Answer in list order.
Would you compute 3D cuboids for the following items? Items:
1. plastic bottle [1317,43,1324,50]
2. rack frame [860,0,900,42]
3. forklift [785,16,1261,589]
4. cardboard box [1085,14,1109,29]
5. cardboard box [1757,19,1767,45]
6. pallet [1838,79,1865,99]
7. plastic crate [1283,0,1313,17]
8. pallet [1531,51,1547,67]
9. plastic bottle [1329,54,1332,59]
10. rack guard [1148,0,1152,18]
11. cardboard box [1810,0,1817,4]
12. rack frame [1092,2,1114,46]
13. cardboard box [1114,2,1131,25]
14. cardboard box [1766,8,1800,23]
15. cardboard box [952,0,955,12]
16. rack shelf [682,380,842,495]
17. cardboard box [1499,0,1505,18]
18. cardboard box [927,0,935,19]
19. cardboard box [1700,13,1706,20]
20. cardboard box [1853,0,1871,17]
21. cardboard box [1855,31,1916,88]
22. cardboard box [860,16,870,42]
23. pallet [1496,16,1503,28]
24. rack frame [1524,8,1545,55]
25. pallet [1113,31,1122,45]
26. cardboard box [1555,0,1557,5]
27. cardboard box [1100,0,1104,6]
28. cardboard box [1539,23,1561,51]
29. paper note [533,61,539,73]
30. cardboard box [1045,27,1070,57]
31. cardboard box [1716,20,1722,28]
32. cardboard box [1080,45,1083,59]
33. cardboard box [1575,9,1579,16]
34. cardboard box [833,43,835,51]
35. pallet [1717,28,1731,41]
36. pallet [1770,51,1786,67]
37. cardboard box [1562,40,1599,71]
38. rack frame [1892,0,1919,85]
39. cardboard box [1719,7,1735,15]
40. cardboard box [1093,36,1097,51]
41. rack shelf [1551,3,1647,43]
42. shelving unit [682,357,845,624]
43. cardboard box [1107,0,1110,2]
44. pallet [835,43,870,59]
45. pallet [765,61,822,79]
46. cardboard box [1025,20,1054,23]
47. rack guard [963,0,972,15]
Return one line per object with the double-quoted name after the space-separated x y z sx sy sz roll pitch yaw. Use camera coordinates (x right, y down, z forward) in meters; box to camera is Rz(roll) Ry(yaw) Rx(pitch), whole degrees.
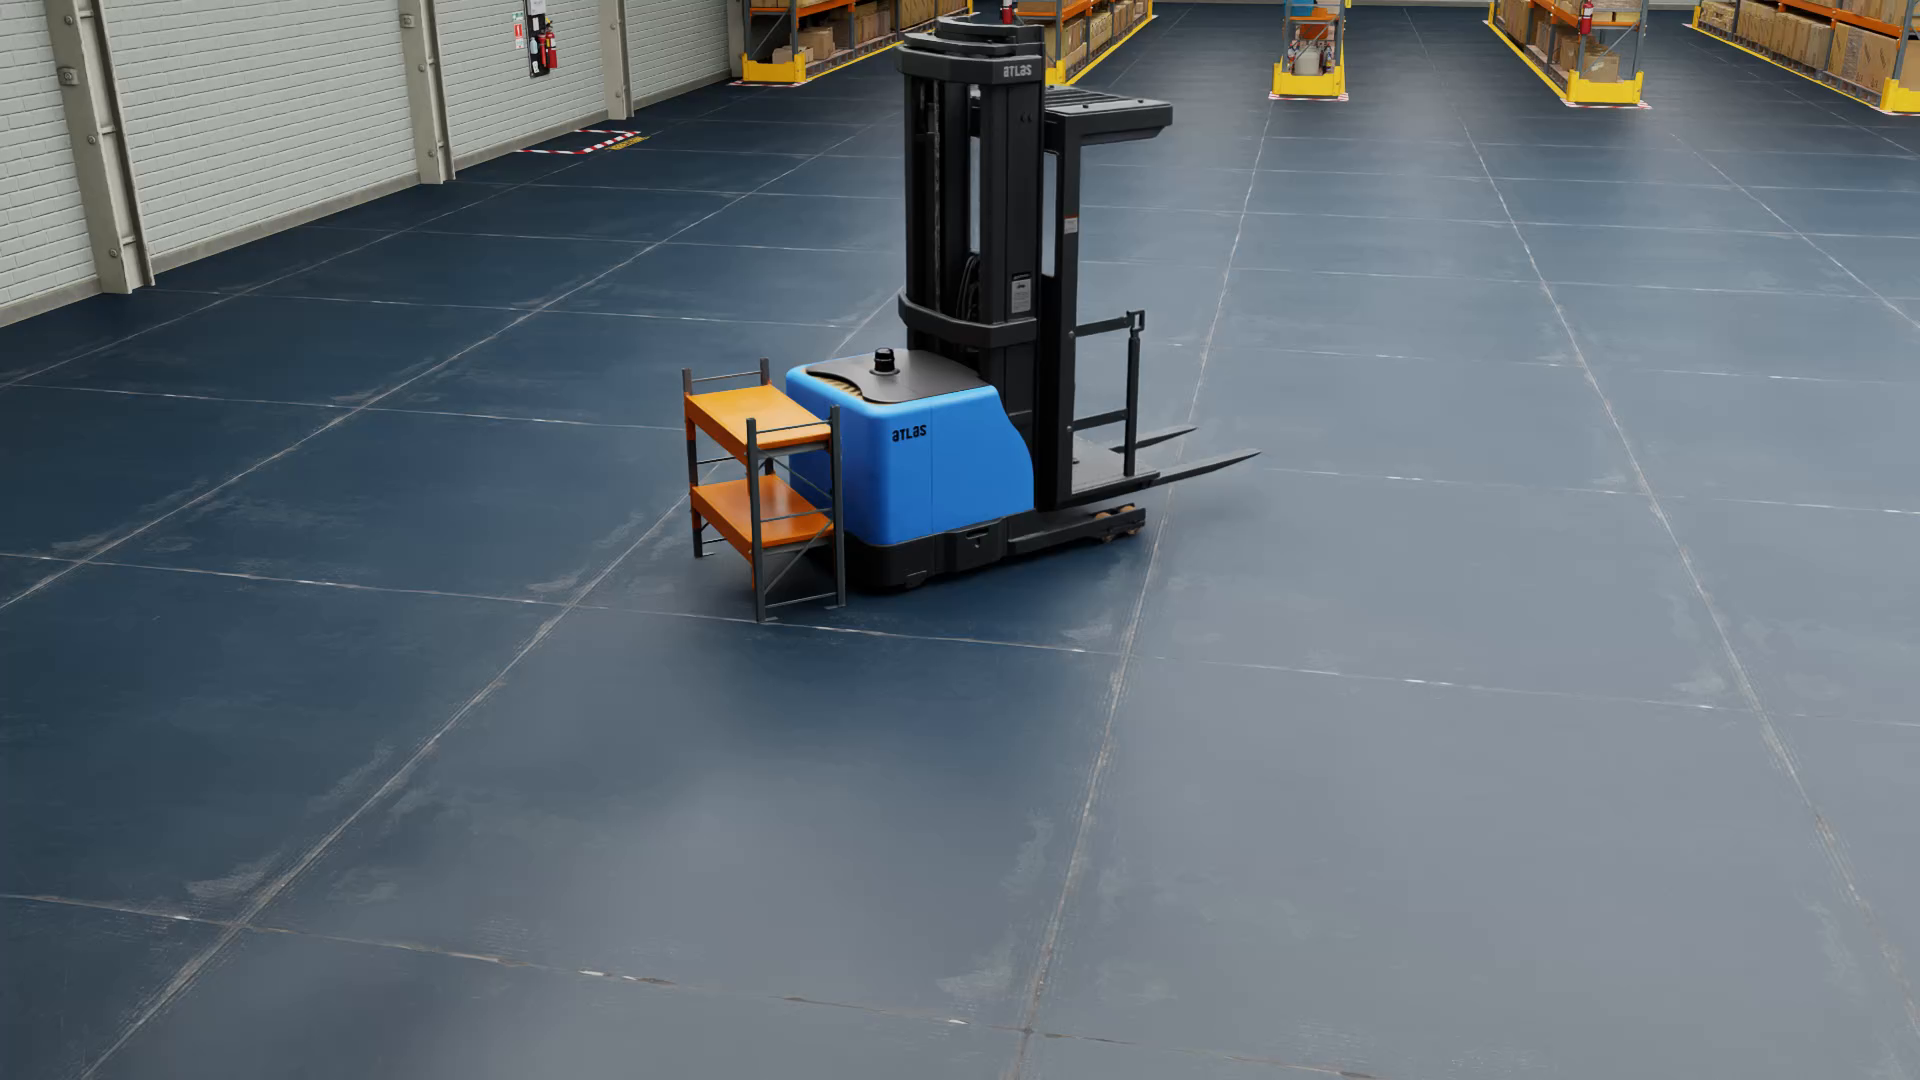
7.002 -9.478 32.329 0.144 0.351 0.185 4 22 11 "plastic bottle"
-1.890 -12.967 38.036 1.000 3.000 0.127 4 22 11 "rack frame"
0.501 -1.502 9.659 3.031 2.935 1.130 -14 26 -32 "forklift"
2.995 -11.370 36.436 0.500 0.311 0.500 4 22 10 "cardboard box"
17.480 -10.905 35.699 0.500 0.500 0.500 5 23 13 "cardboard box"
16.197 -7.943 29.294 1.003 0.211 1.213 4 22 11 "pallet"
5.985 -9.423 29.435 0.499 0.251 0.616 4 22 11 "plastic crate"
12.245 -9.810 33.930 1.003 0.211 1.213 4 22 11 "pallet"
6.915 -8.951 31.111 0.061 0.283 0.133 5 22 12 "plastic bottle"
4.577 -14.329 44.764 1.175 0.500 0.348 4 22 11 "rack guard"
16.727 -10.584 31.984 0.500 0.500 0.500 5 22 11 "cardboard box"
2.960 -12.591 37.101 1.000 3.000 0.127 4 22 11 "rack frame"
3.847 -12.716 40.169 0.500 0.500 0.500 5 22 11 "cardboard box"
17.375 -11.073 35.112 0.500 0.250 0.500 4 22 10 "cardboard box"
-0.507 -14.298 44.123 0.700 0.500 0.500 4 22 9 "cardboard box"
-1.079 -0.569 8.977 0.538 0.278 1.000 -11 24 -25 "rack shelf"
14.237 -13.729 42.210 0.875 0.875 0.875 4 22 11 "cardboard box"
-1.079 -13.380 41.376 0.750 0.750 0.750 5 22 12 "cardboard box"
18.704 -13.050 41.496 0.380 0.149 0.250 5 22 12 "cardboard box"
16.297 -9.499 29.223 0.875 0.550 0.550 4 22 11 "cardboard box"
16.111 -8.278 28.674 0.875 0.875 0.875 4 22 10 "cardboard box"
-2.373 -11.196 36.394 0.700 0.500 0.500 5 22 12 "cardboard box"
14.203 -13.168 42.268 1.003 0.211 1.213 4 22 11 "pallet"
12.657 -11.834 35.223 1.000 3.000 0.127 4 22 11 "rack frame"
3.149 -11.568 38.293 1.003 0.211 1.213 4 22 11 "pallet"
11.503 -10.199 31.499 0.380 0.149 0.250 4 22 11 "cardboard box"
3.133 -12.739 39.222 0.500 0.250 0.500 4 22 10 "cardboard box"
12.439 -10.429 34.489 0.700 0.500 0.500 3 22 6 "cardboard box"
-6.096 -6.800 23.902 0.016 0.148 0.142 4 22 11 "paper note"
1.755 -9.295 31.031 0.500 0.500 0.500 4 22 11 "cardboard box"
18.266 -12.303 39.639 0.380 0.149 0.250 4 22 11 "cardboard box"
2.151 -9.679 32.990 0.500 0.250 0.500 4 22 11 "cardboard box"
11.120 -9.370 29.441 0.380 0.149 0.250 4 22 11 "cardboard box"
-2.786 -10.196 34.359 0.380 0.166 0.250 2 22 4 "cardboard box"
18.411 -11.837 38.962 1.003 0.211 1.213 4 22 11 "pallet"
17.257 -9.843 34.012 1.003 0.211 1.213 4 22 11 "pallet"
11.611 -9.054 31.102 0.500 0.500 0.500 12 25 28 "cardboard box"
15.860 -8.494 26.928 1.000 3.000 0.127 4 22 11 "rack frame"
18.277 -12.564 39.491 0.380 0.149 0.250 3 22 8 "cardboard box"
2.574 -10.363 34.688 0.500 0.250 0.500 5 22 12 "cardboard box"
11.433 -9.306 29.909 1.077 0.370 4.000 4 22 11 "rack shelf"
-1.079 -0.297 9.086 0.538 1.125 1.048 -11 24 -25 "shelving unit"
3.439 -12.940 40.725 0.500 0.500 0.500 3 22 8 "cardboard box"
-2.549 -10.496 35.632 1.003 0.211 1.213 4 22 11 "pallet"
-3.307 -9.070 32.092 1.003 0.211 1.213 4 22 11 "pallet"
1.539 -9.884 32.494 0.500 0.500 0.500 4 22 11 "cardboard box"
-0.253 -14.742 45.789 1.175 0.500 0.348 4 22 11 "rack guard"
